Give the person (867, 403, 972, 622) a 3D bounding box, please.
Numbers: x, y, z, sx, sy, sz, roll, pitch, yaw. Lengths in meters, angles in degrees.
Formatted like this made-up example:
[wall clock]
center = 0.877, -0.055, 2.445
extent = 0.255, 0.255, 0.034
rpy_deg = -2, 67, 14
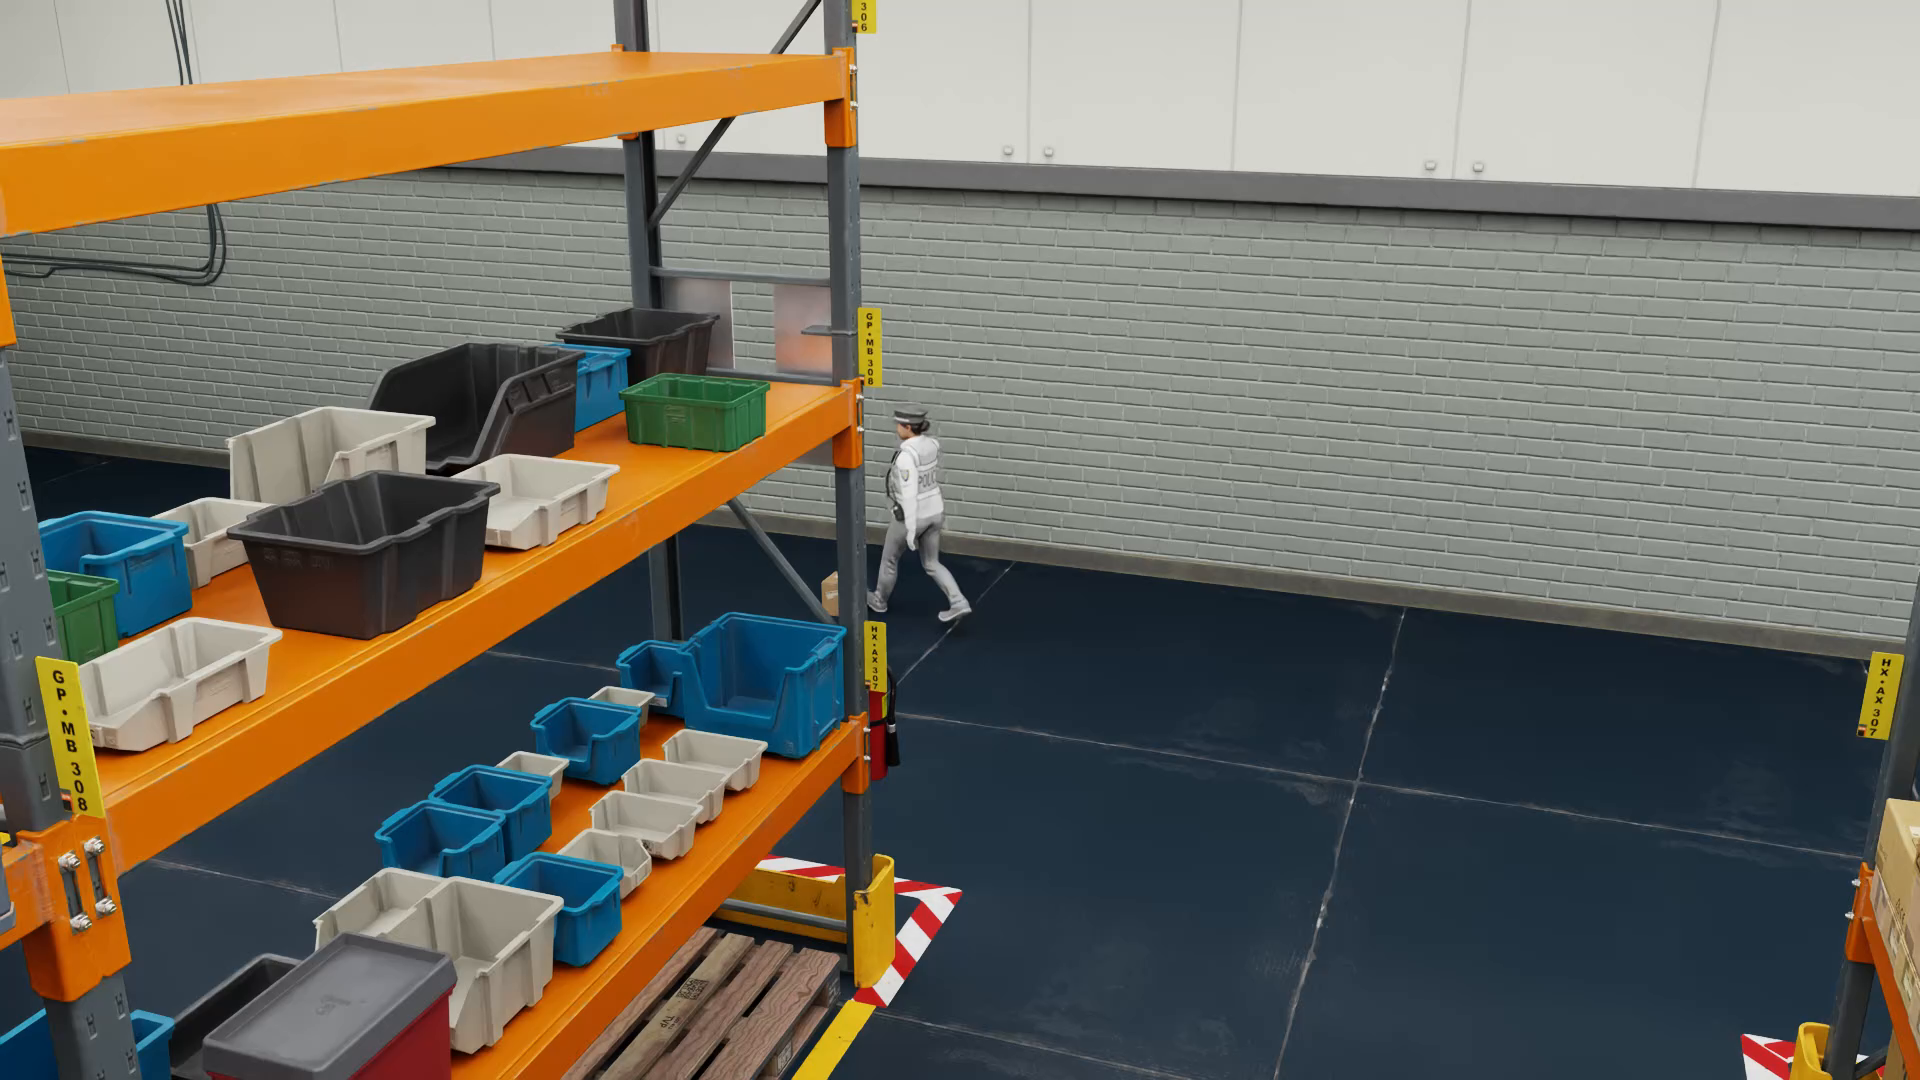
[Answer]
[person]
center = -0.346, -0.183, 11.687
extent = 1.025, 1.597, 0.446
rpy_deg = 16, 25, 39
